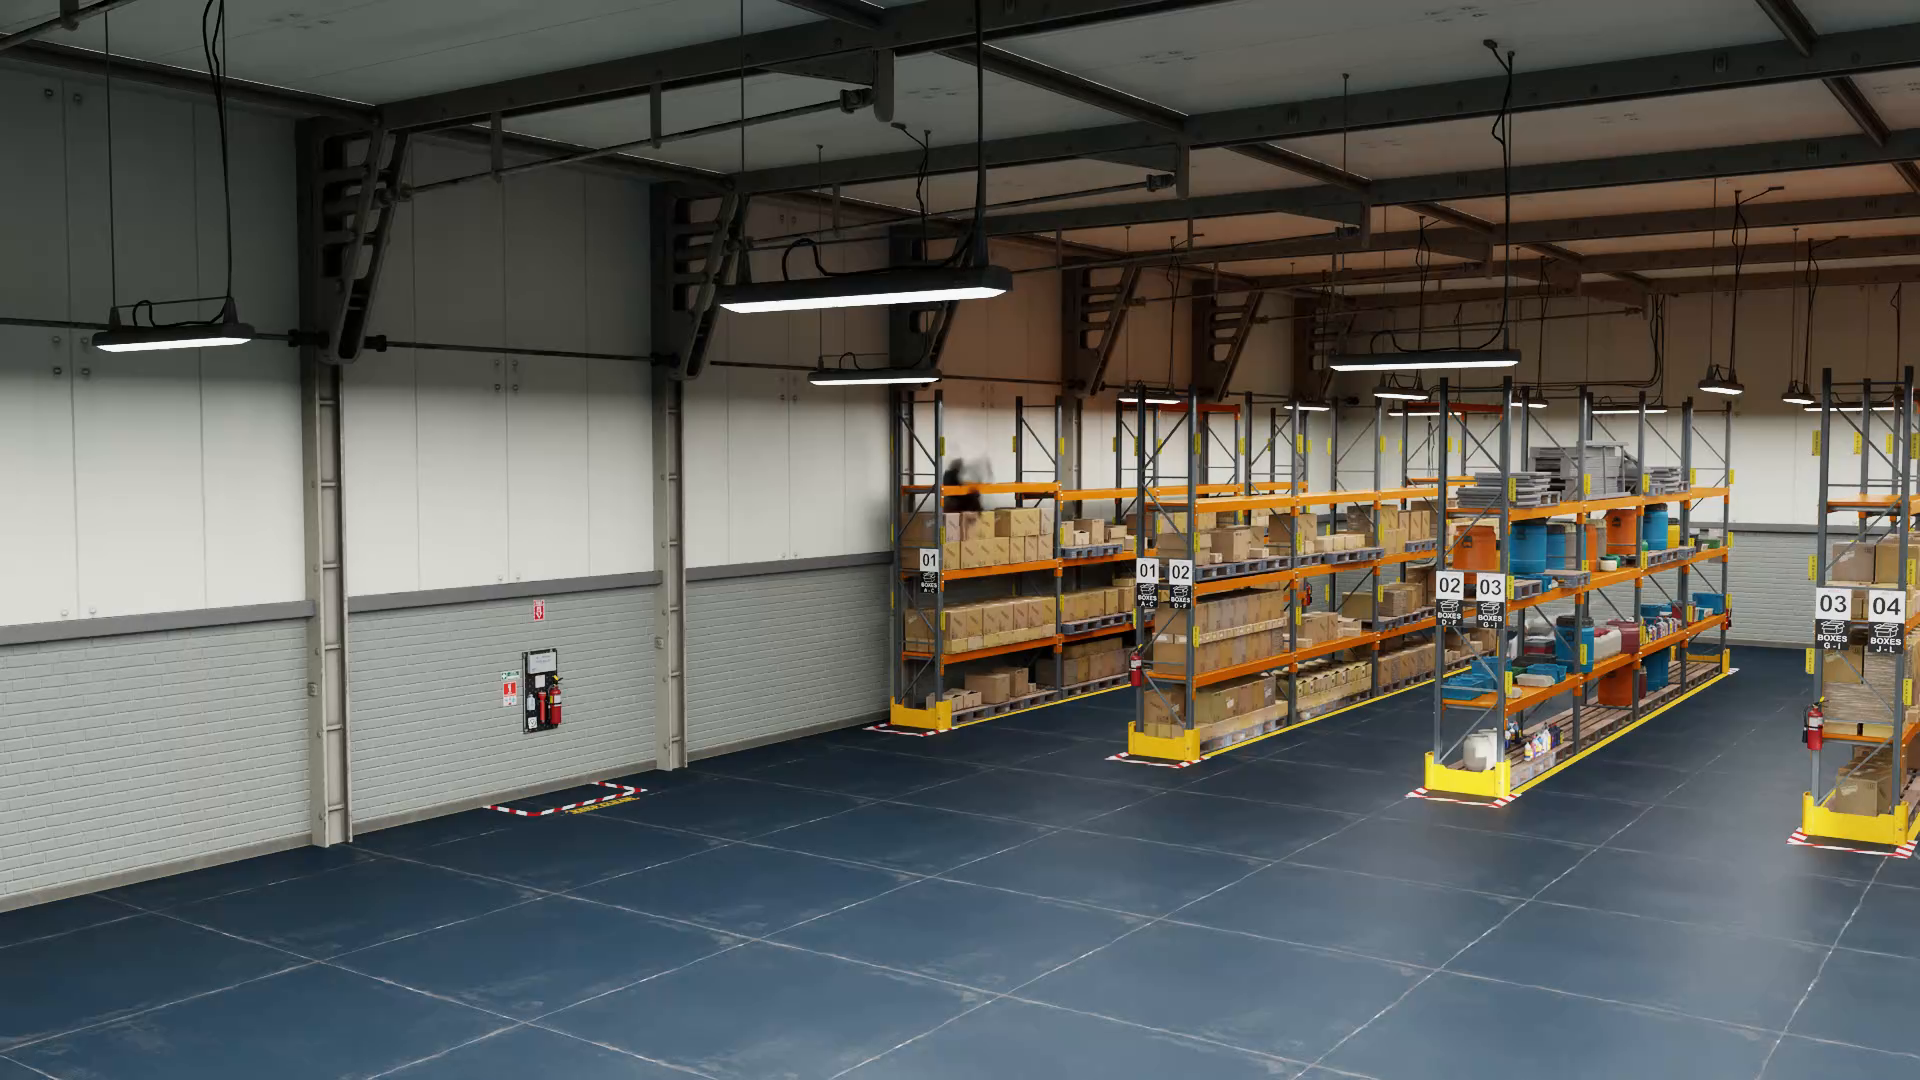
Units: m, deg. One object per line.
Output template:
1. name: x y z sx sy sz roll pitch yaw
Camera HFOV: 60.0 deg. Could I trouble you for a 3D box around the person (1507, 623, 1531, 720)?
1. person: 10.374 2.399 30.672 0.661 1.777 0.922 2 4 31
